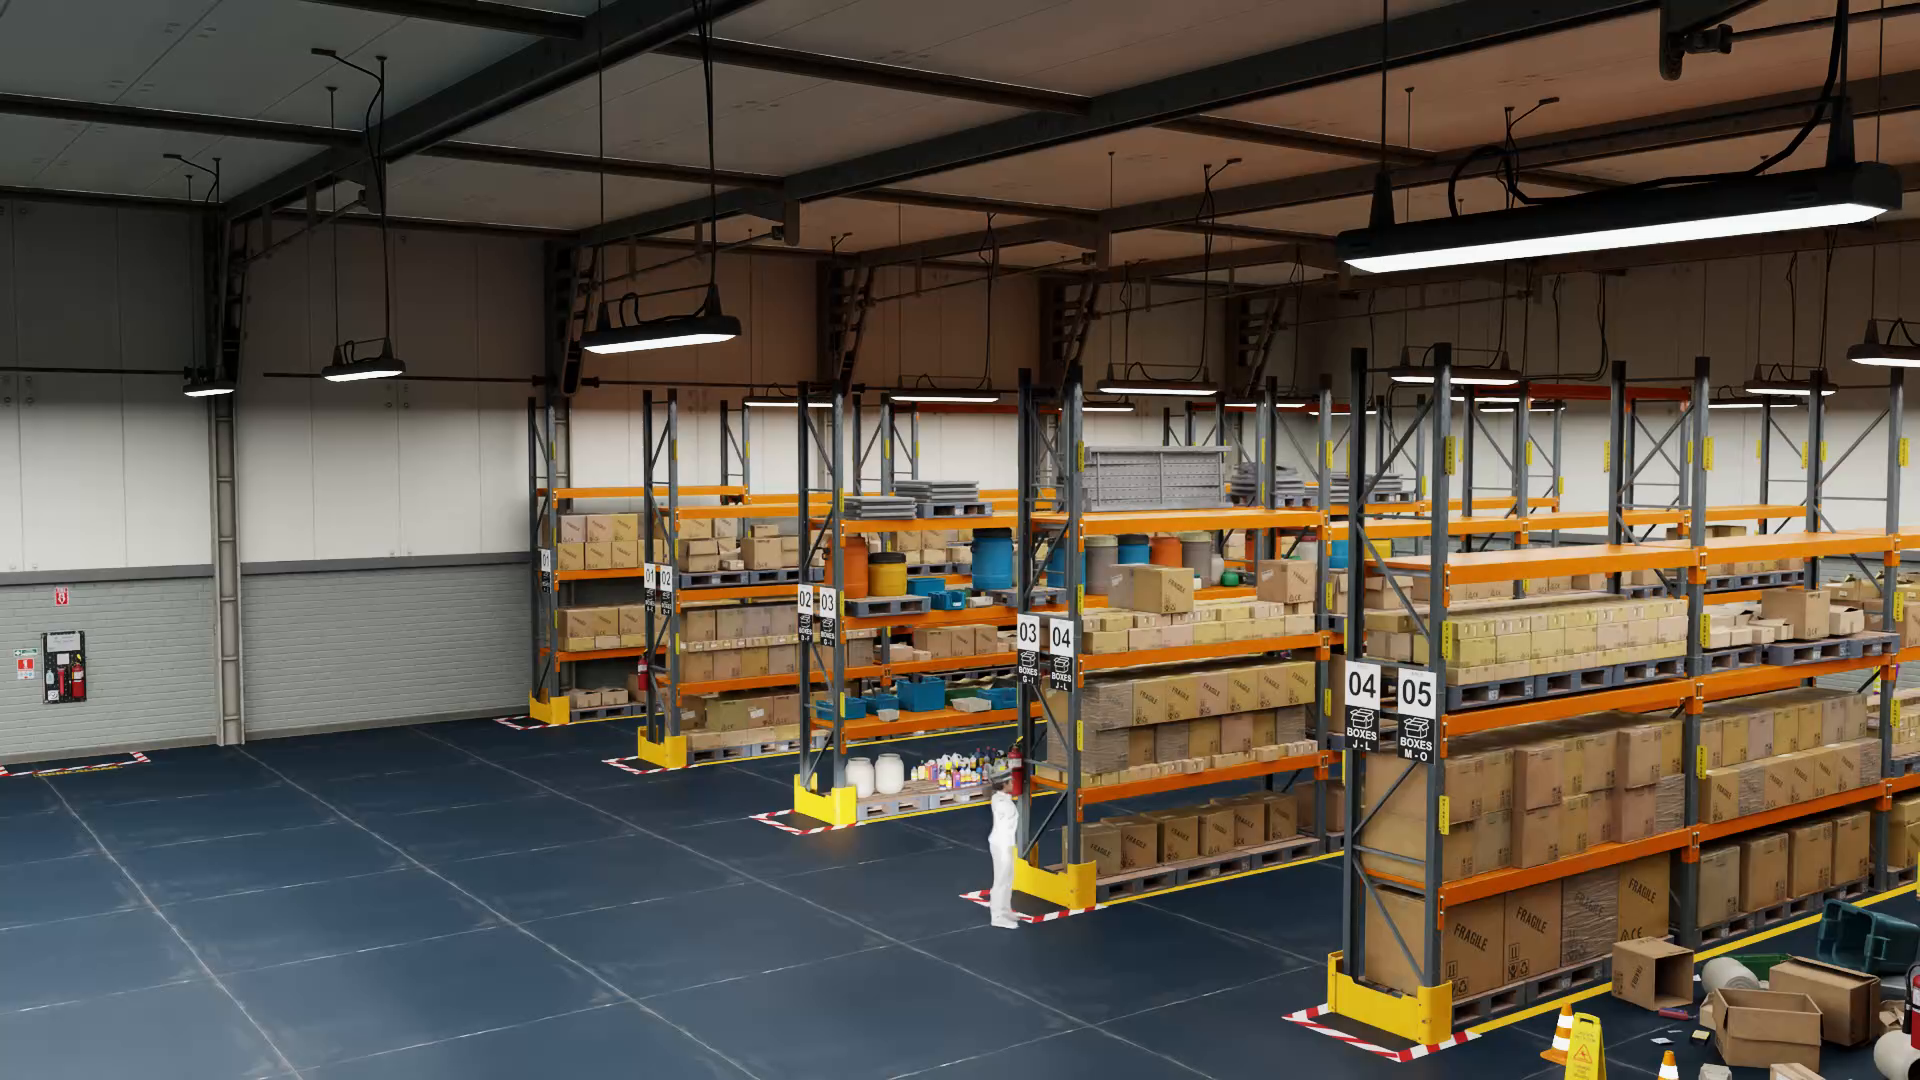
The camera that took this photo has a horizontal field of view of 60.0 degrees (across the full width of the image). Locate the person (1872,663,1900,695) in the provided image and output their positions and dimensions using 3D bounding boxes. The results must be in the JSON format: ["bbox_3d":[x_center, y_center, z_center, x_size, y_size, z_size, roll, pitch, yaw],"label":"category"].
[{"bbox_3d":[15.696,2.617,28.208,0.395,1.783,0.574,0,3,-3],"label":"person"}]

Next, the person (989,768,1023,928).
[{"bbox_3d":[0.493,3.300,17.737,0.377,1.733,0.548,0,3,2],"label":"person"}]
